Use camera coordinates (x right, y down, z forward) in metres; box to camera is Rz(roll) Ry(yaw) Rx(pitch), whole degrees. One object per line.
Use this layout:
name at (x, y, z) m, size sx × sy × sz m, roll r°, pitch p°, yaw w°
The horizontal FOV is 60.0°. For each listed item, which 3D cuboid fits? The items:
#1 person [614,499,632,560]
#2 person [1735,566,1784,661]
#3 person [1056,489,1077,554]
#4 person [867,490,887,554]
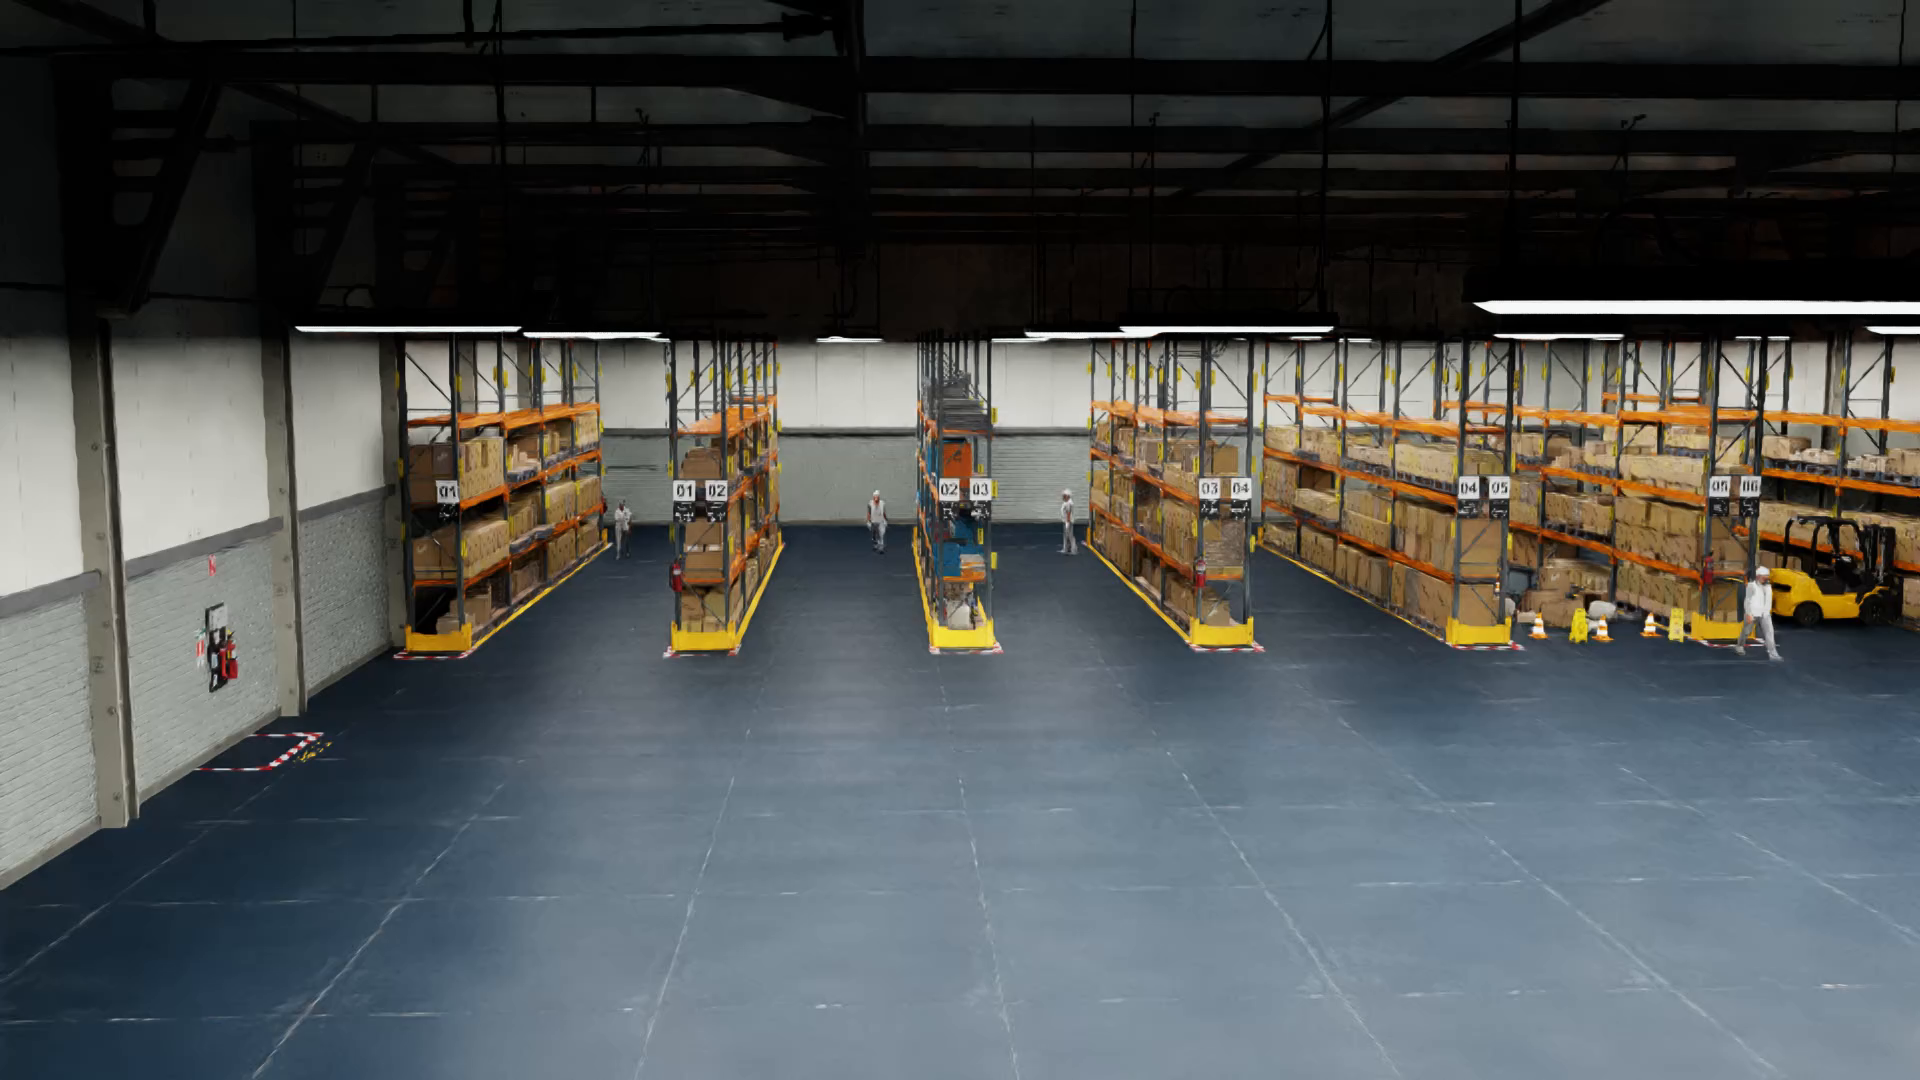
person at (-8.978, -0.305, 44.332) m, size 0.445 × 1.590 × 1.091 m, roll -1°, pitch 7°, yaw -5°
person at (14.515, 1.307, 30.221) m, size 0.546 × 1.695 × 1.106 m, roll -1°, pitch 7°, yaw -5°
person at (2.911, -0.509, 45.359) m, size 0.580 × 1.787 × 0.735 m, roll 0°, pitch 7°, yaw 3°
person at (-2.282, -0.513, 45.608) m, size 0.552 × 1.709 × 1.123 m, roll 0°, pitch 7°, yaw -1°
